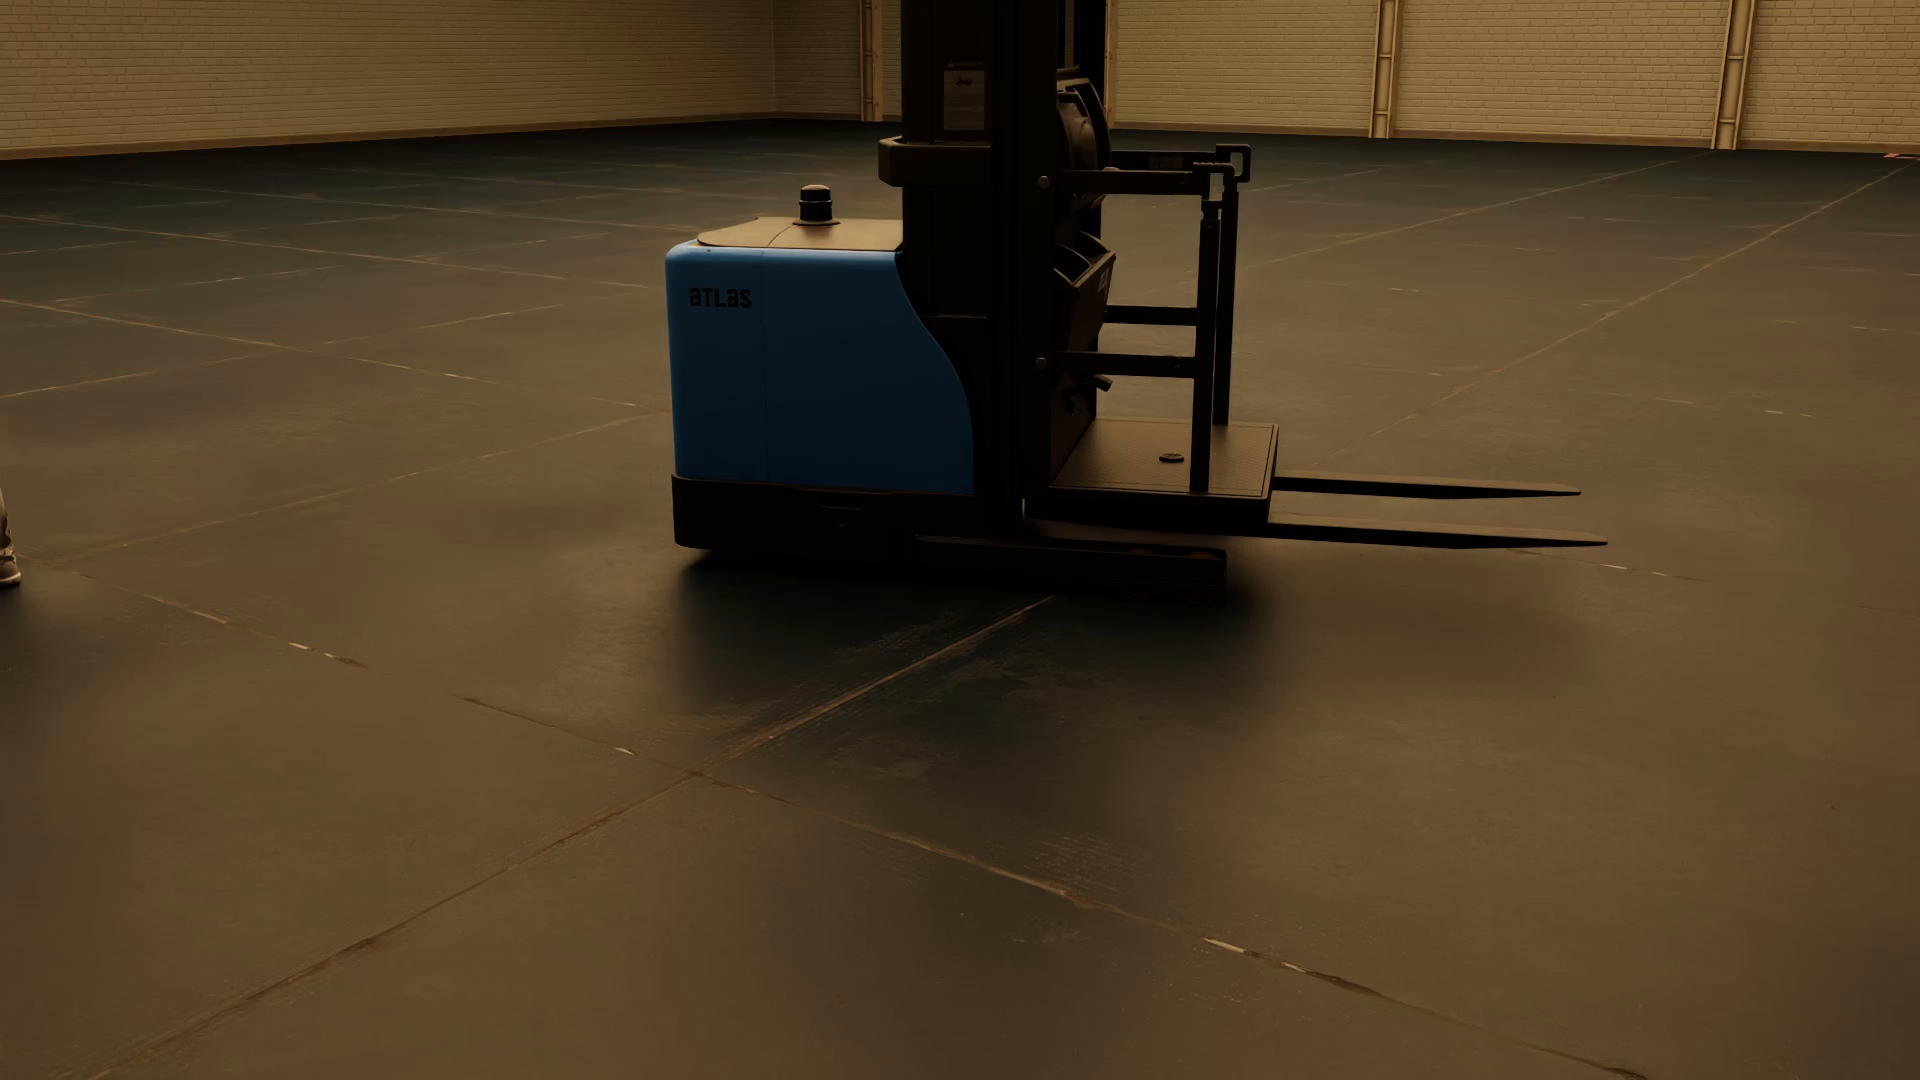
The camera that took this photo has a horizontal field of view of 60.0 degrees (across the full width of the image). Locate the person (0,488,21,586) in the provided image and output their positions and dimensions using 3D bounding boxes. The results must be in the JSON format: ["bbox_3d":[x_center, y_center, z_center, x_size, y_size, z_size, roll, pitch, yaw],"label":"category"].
[{"bbox_3d":[-3.159,-0.599,5.049,0.375,1.664,0.547,-4,17,-13],"label":"person"}]

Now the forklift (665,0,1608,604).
[{"bbox_3d":[0.595,-1.367,5.404,3.031,2.935,1.130,4,17,12],"label":"forklift"}]
